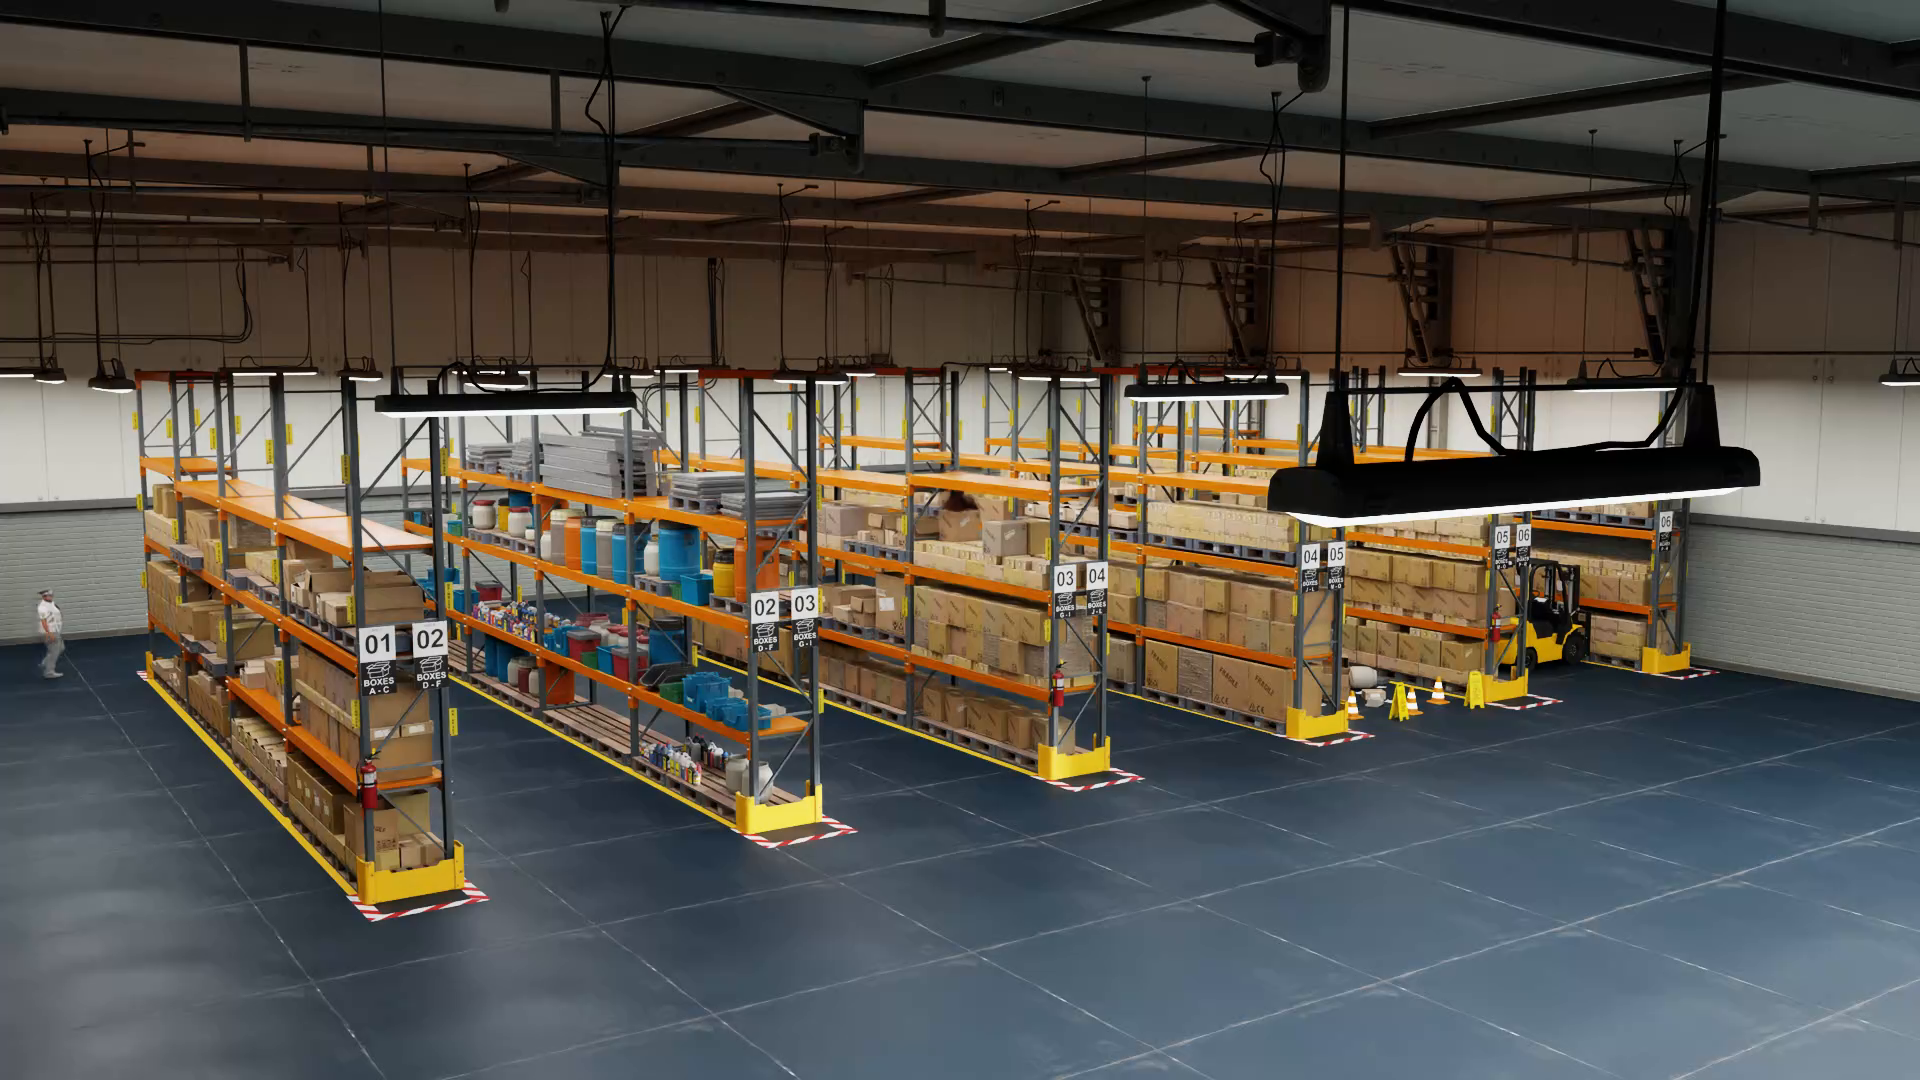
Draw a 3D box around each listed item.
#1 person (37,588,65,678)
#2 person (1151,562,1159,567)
[{"bbox_3d":[-17.681,1.798,32.324,0.484,1.774,0.553,-4,8,-32],"label":"person"},{"bbox_3d":[4.181,1.379,36.132,0.484,1.782,0.635,-3,7,-21],"label":"person"}]
